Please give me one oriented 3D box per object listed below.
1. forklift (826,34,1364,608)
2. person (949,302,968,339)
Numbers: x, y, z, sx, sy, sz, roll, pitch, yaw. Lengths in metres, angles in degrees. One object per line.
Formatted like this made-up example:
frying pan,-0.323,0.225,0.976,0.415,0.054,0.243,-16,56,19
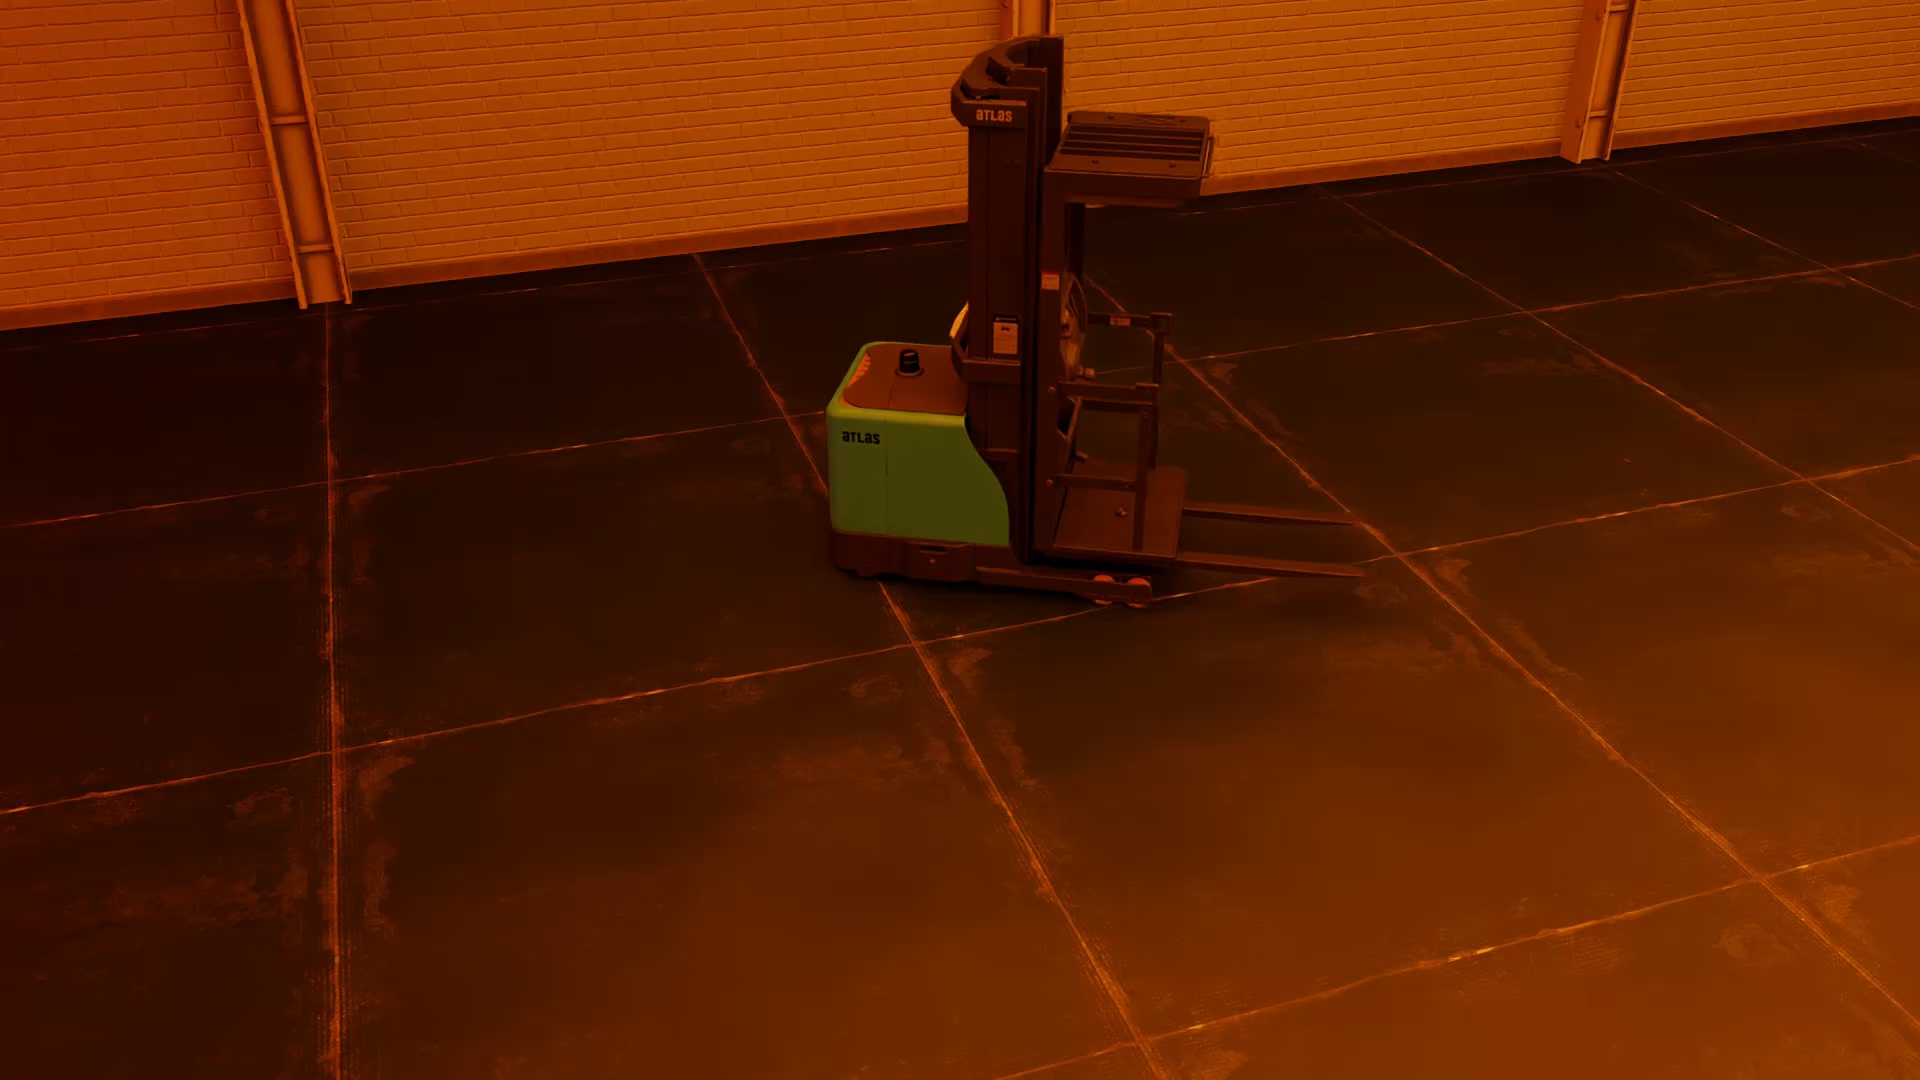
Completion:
forklift,0.810,-1.176,9.130,3.031,2.935,1.130,5,30,9
person,0.396,-1.278,10.829,0.869,1.437,0.913,-9,31,-16
